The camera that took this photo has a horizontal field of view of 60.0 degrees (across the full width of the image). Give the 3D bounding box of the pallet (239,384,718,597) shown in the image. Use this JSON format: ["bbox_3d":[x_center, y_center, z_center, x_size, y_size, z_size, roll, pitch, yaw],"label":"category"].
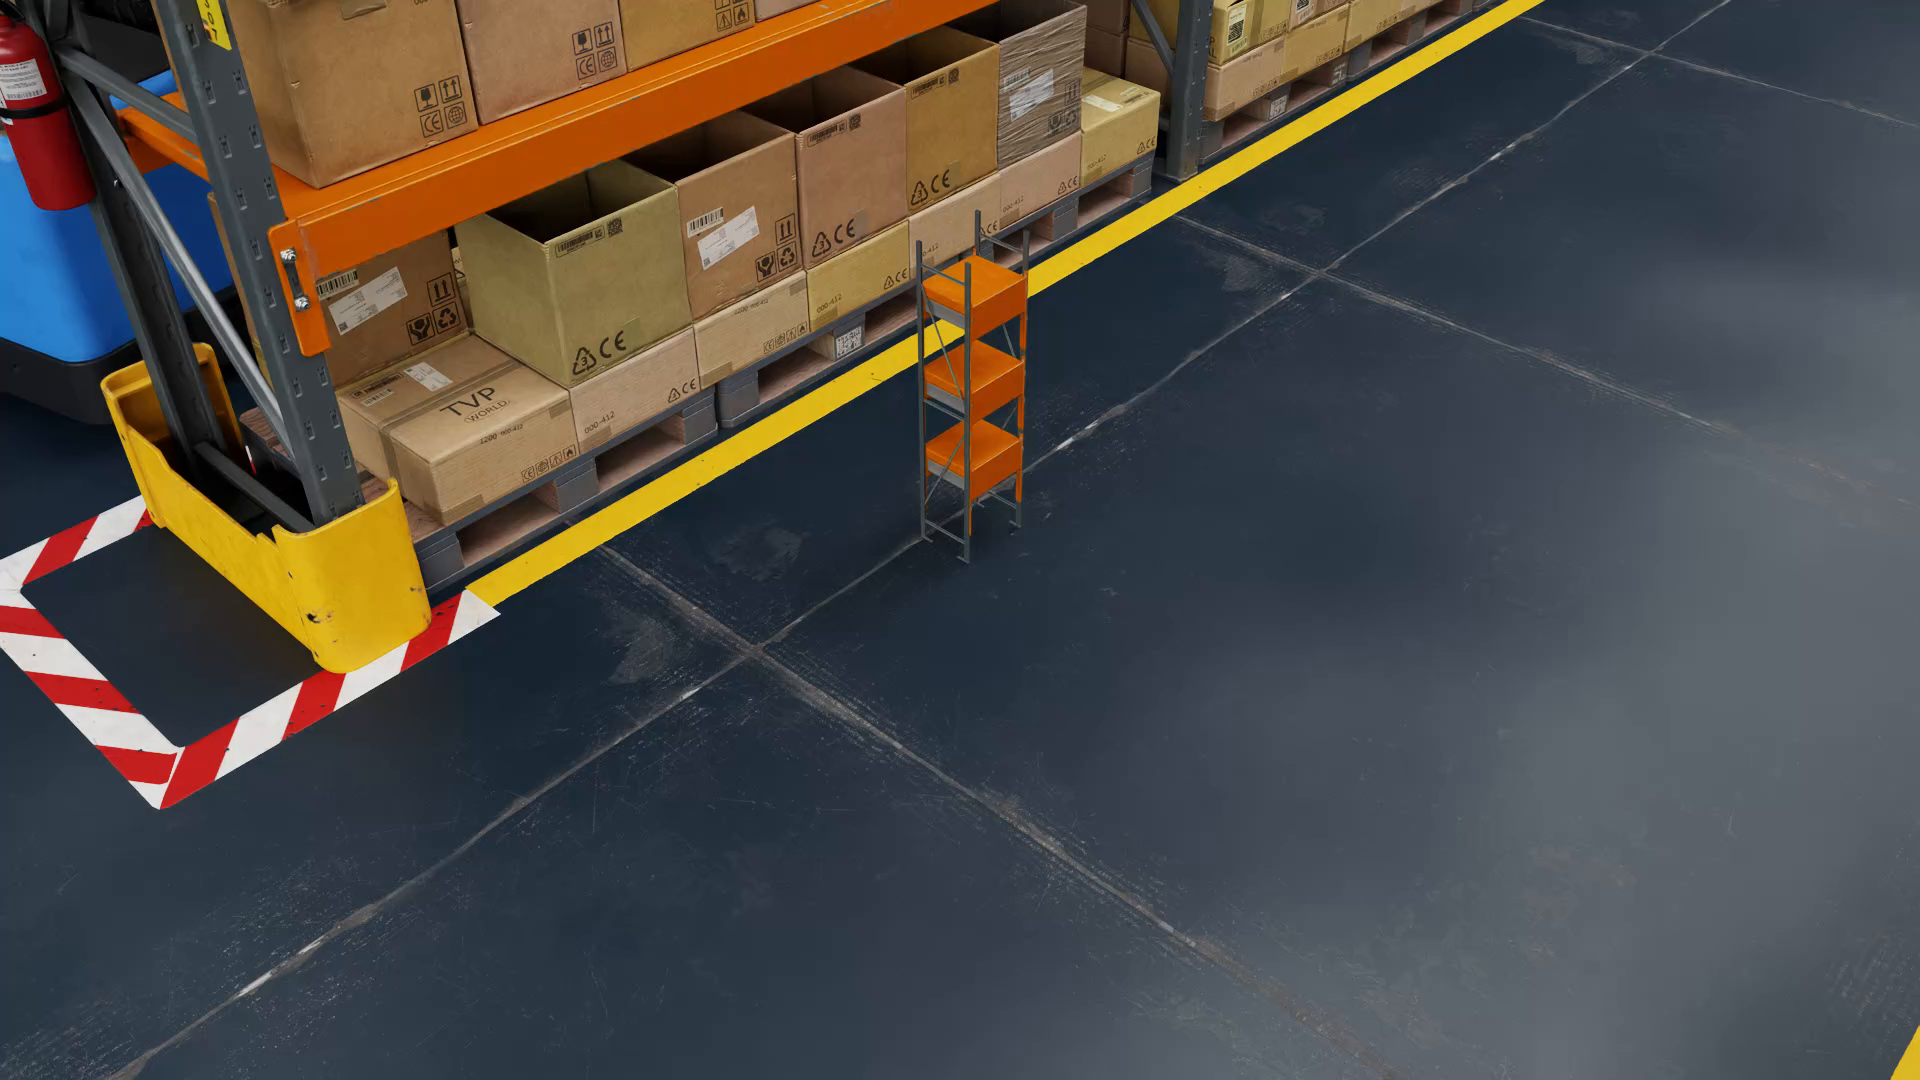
[{"bbox_3d":[-1.588,-0.387,5.566,1.003,0.211,1.213,30,47,32],"label":"pallet"}]

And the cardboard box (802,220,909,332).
[{"bbox_3d":[-0.534,-1.039,6.018,0.500,0.250,0.500,30,47,32],"label":"cardboard box"}]

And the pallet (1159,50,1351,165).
[{"bbox_3d":[1.094,-2.210,7.860,1.003,0.211,1.213,30,47,32],"label":"pallet"}]

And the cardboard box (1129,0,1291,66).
[{"bbox_3d":[1.088,-2.340,7.203,0.500,0.311,0.500,30,47,32],"label":"cardboard box"}]

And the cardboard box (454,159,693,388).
[{"bbox_3d":[-1.211,-0.874,5.209,0.500,0.500,0.500,30,47,32],"label":"cardboard box"}]

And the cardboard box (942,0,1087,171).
[{"bbox_3d":[0.128,-1.799,6.371,0.500,0.500,0.500,30,47,32],"label":"cardboard box"}]

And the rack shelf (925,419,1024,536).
[{"bbox_3d":[0.036,-0.210,5.134,0.215,0.259,0.240,30,47,32],"label":"rack shelf"}]

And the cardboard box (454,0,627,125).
[{"bbox_3d":[-1.398,-1.601,4.772,0.700,0.500,0.500,31,48,33],"label":"cardboard box"}]

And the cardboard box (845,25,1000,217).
[{"bbox_3d":[-0.206,-1.567,6.080,0.500,0.500,0.500,30,47,32],"label":"cardboard box"}]

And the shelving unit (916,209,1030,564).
[{"bbox_3d":[0.036,-0.435,4.954,0.215,1.050,0.252,30,47,32],"label":"shelving unit"}]

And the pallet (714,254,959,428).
[{"bbox_3d":[-0.765,-0.944,6.268,1.003,0.211,1.213,30,47,32],"label":"pallet"}]

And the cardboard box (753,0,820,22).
[{"bbox_3d":[-0.706,-2.070,5.362,0.700,0.500,0.500,31,48,33],"label":"cardboard box"}]

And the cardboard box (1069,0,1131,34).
[{"bbox_3d":[0.687,-2.561,7.482,0.500,0.311,0.500,30,47,32],"label":"cardboard box"}]

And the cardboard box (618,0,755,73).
[{"bbox_3d":[-1.059,-1.826,5.056,0.700,0.500,0.500,30,47,32],"label":"cardboard box"}]

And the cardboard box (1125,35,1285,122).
[{"bbox_3d":[1.081,-2.116,7.373,0.500,0.250,0.500,28,47,31],"label":"cardboard box"}]

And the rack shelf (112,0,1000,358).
[{"bbox_3d":[-0.724,-1.746,5.614,1.077,0.370,4.000,30,47,32],"label":"rack shelf"}]

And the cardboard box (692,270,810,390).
[{"bbox_3d":[-0.875,-0.811,5.732,0.500,0.250,0.500,30,47,32],"label":"cardboard box"}]

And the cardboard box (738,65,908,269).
[{"bbox_3d":[-0.533,-1.332,5.784,0.500,0.500,0.500,30,47,32],"label":"cardboard box"}]

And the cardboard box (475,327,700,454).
[{"bbox_3d":[-1.212,-0.581,5.443,0.500,0.250,0.500,30,47,32],"label":"cardboard box"}]

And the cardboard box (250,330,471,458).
[{"bbox_3d":[-1.929,-0.568,5.426,0.500,0.250,0.500,30,47,32],"label":"cardboard box"}]

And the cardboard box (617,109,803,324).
[{"bbox_3d":[-0.883,-1.109,5.504,0.500,0.500,0.500,30,47,32],"label":"cardboard box"}]

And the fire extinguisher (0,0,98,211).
[{"bbox_3d":[-2.496,-1.219,4.436,0.296,0.674,0.183,30,47,32],"label":"fire extinguisher"}]

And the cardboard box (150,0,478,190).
[{"bbox_3d":[-1.748,-1.357,4.466,0.700,0.500,0.500,30,47,32],"label":"cardboard box"}]

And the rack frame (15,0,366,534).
[{"bbox_3d":[-2.073,-1.109,4.235,1.000,3.000,0.127,30,47,32],"label":"rack frame"}]

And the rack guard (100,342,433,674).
[{"bbox_3d":[-2.089,-0.120,4.999,1.175,0.500,0.348,30,47,32],"label":"rack guard"}]

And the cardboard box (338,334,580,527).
[{"bbox_3d":[-1.547,-0.350,5.152,0.500,0.250,0.500,30,47,32],"label":"cardboard box"}]

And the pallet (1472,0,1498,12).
[{"bbox_3d":[2.740,-3.331,9.269,1.003,0.211,1.213,30,47,32],"label":"pallet"}]

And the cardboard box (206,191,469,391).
[{"bbox_3d":[-1.931,-0.862,5.193,0.500,0.500,0.500,30,47,32],"label":"cardboard box"}]

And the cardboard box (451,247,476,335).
[{"bbox_3d":[-1.601,-0.802,5.721,0.500,0.250,0.500,30,47,32],"label":"cardboard box"}]

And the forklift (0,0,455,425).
[{"bbox_3d":[-2.609,-2.439,5.963,1.130,2.935,3.031,19,42,22],"label":"forklift"}]

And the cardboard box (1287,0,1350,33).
[{"bbox_3d":[1.430,-2.567,7.490,0.500,0.311,0.500,29,47,31],"label":"cardboard box"}]

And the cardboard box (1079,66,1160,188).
[{"bbox_3d":[0.474,-1.730,6.887,0.500,0.250,0.500,30,47,32],"label":"cardboard box"}]

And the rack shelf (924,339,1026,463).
[{"bbox_3d":[0.036,-0.427,4.961,0.215,0.259,0.240,30,47,32],"label":"rack shelf"}]

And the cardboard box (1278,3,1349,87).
[{"bbox_3d":[1.427,-2.350,7.668,0.500,0.250,0.500,31,48,33],"label":"cardboard box"}]

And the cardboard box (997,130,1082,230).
[{"bbox_3d":[0.130,-1.504,6.604,0.500,0.250,0.500,30,47,32],"label":"cardboard box"}]

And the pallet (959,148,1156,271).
[{"bbox_3d":[0.058,-1.508,6.976,1.003,0.211,1.213,30,47,32],"label":"pallet"}]

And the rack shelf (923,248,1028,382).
[{"bbox_3d":[0.036,-0.649,4.784,0.215,0.259,0.240,30,47,32],"label":"rack shelf"}]

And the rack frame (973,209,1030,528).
[{"bbox_3d":[0.118,-0.492,5.025,0.200,1.050,0.008,30,47,32],"label":"rack frame"}]

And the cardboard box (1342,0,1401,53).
[{"bbox_3d":[1.774,-2.589,7.968,0.500,0.250,0.500,28,46,31],"label":"cardboard box"}]

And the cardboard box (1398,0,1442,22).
[{"bbox_3d":[2.118,-2.823,8.262,0.500,0.250,0.500,31,48,33],"label":"cardboard box"}]

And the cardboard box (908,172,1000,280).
[{"bbox_3d":[-0.197,-1.269,6.307,0.500,0.250,0.500,30,47,32],"label":"cardboard box"}]

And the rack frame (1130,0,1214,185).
[{"bbox_3d":[0.626,-2.947,6.546,1.000,3.000,0.127,30,47,32],"label":"rack frame"}]

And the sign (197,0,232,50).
[{"bbox_3d":[-1.667,-1.243,3.644,0.100,0.325,0.005,30,47,32],"label":"sign"}]

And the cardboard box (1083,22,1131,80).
[{"bbox_3d":[0.691,-2.347,7.663,0.500,0.250,0.500,29,47,31],"label":"cardboard box"}]

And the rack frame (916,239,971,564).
[{"bbox_3d":[-0.046,-0.379,4.884,0.200,1.050,0.008,30,47,32],"label":"rack frame"}]

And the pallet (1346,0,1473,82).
[{"bbox_3d":[1.917,-2.773,8.568,1.003,0.211,1.213,30,47,32],"label":"pallet"}]
